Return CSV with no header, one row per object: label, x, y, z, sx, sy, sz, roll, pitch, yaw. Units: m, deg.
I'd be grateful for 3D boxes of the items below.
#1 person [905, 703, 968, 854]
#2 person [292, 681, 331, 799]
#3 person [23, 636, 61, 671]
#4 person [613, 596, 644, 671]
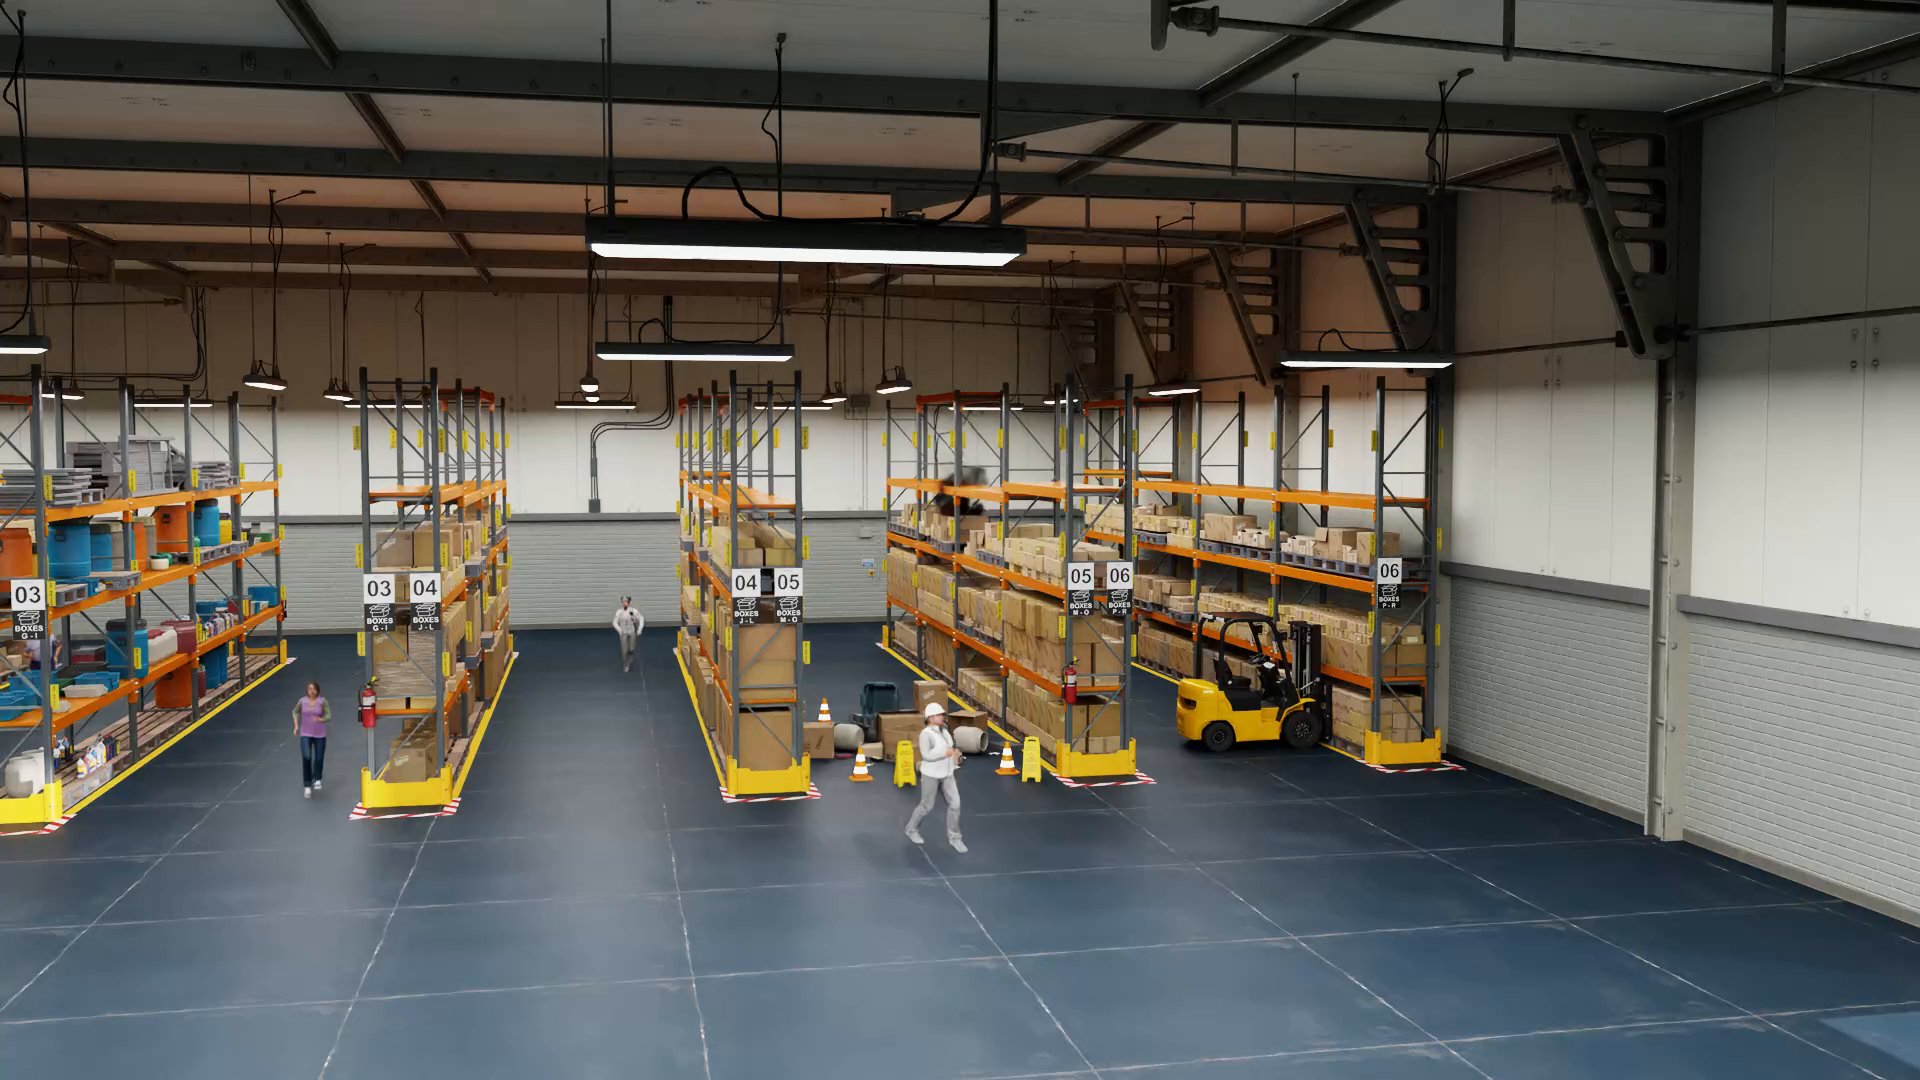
person,-0.290,2.894,20.334,0.845,1.817,0.636,3,4,39
person,-9.132,2.805,23.455,0.503,1.644,0.710,-1,4,-23
person,-16.846,2.350,30.527,0.606,1.646,0.925,-2,4,-25
person,-7.208,2.032,36.095,0.651,1.657,0.587,0,3,-6
